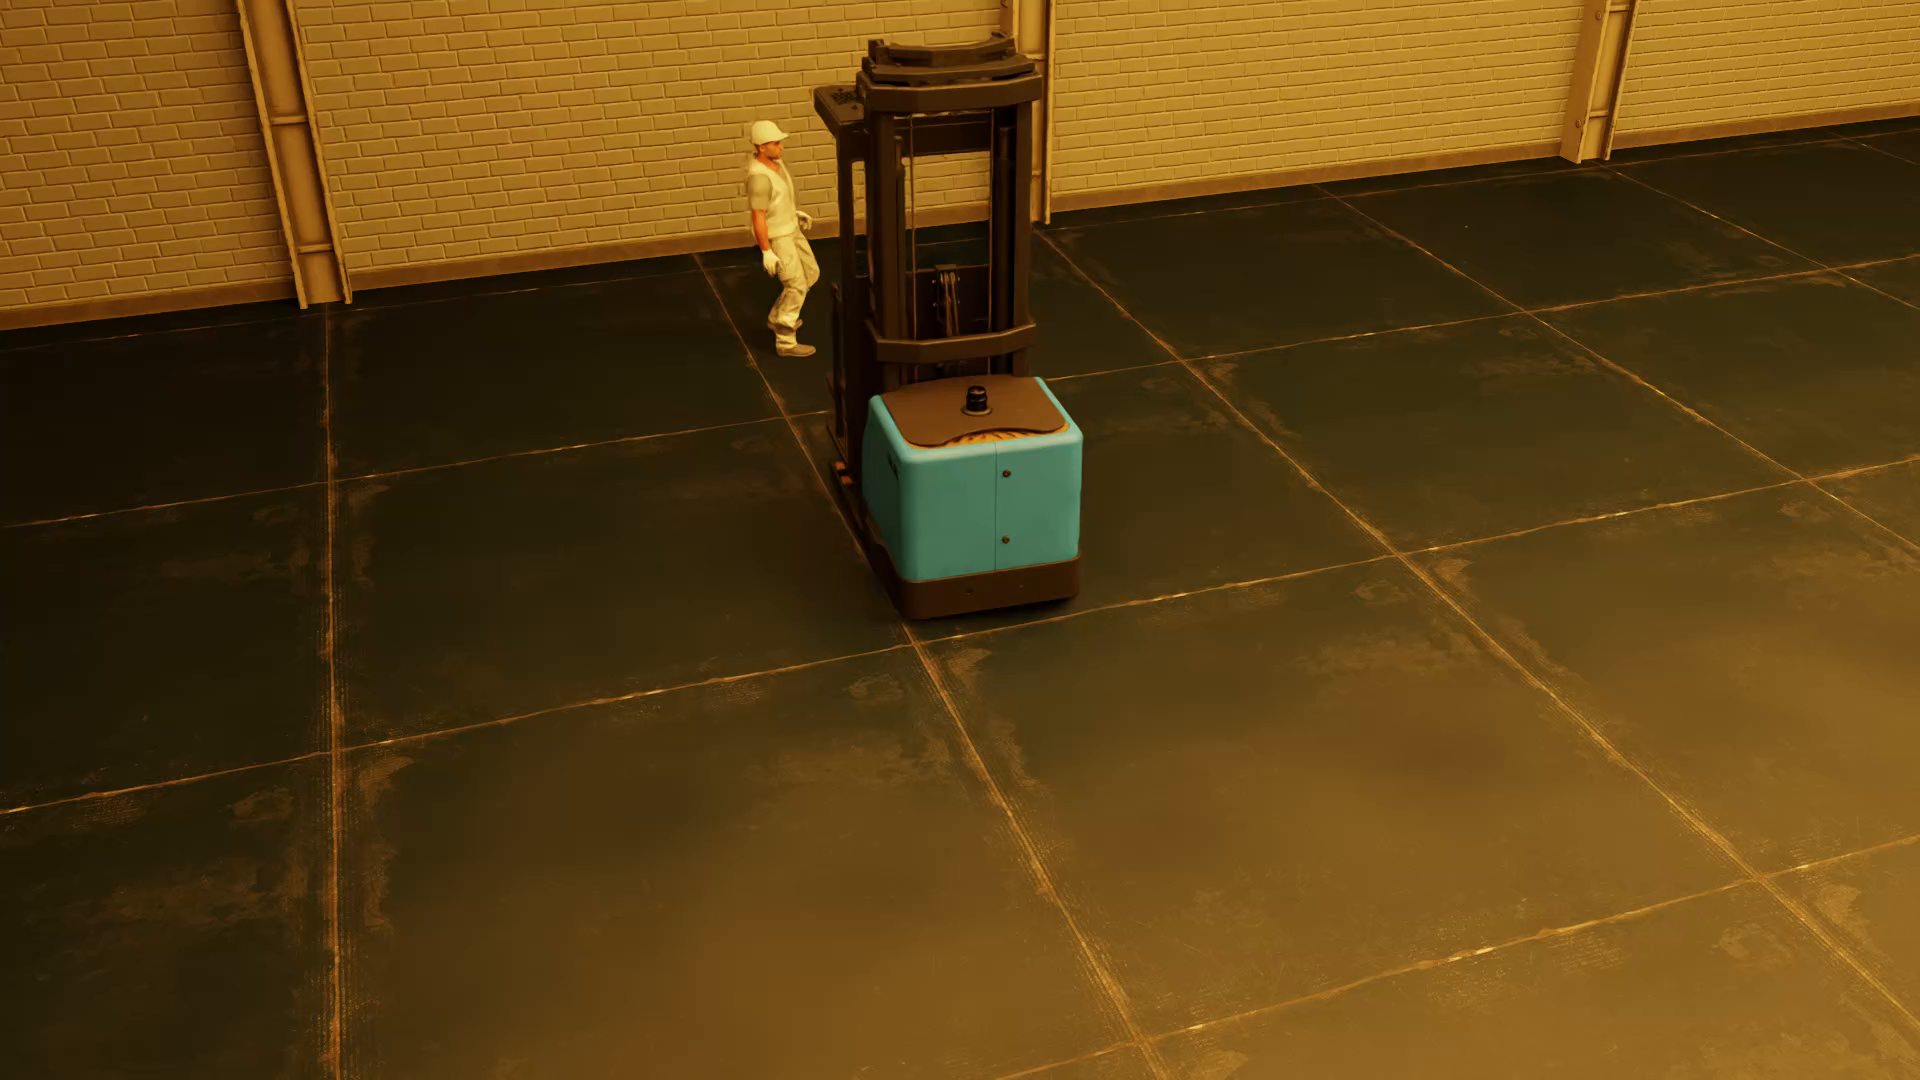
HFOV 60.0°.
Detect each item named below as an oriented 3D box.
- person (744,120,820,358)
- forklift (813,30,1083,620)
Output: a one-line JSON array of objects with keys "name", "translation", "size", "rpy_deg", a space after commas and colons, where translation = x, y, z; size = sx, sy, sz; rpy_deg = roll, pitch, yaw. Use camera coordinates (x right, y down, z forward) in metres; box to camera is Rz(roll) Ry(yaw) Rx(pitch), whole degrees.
[{"name": "person", "translation": [-1.289, -2.218, 12.173], "size": [0.507, 1.717, 0.813], "rpy_deg": [5, 30, 9]}, {"name": "forklift", "translation": [-0.208, -1.556, 9.792], "size": [1.130, 2.935, 3.031], "rpy_deg": [-8, 31, -13]}]
